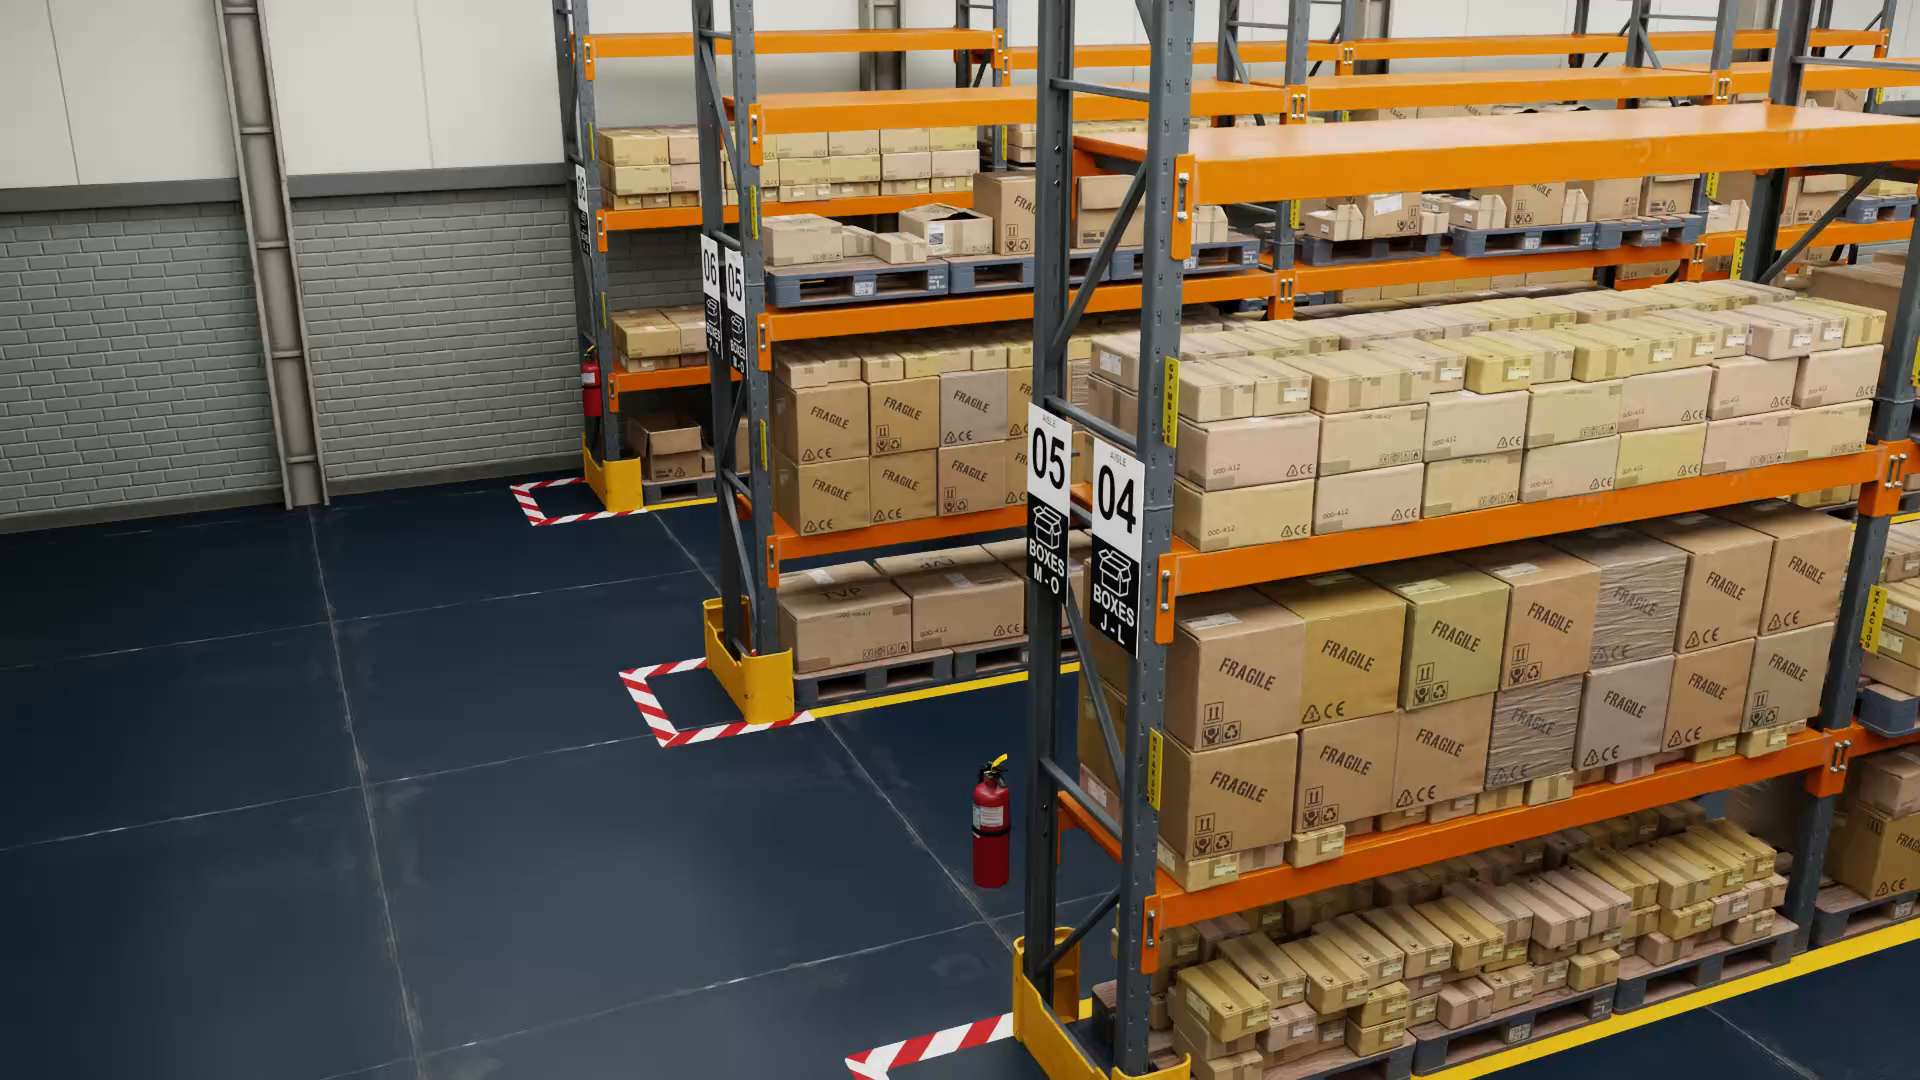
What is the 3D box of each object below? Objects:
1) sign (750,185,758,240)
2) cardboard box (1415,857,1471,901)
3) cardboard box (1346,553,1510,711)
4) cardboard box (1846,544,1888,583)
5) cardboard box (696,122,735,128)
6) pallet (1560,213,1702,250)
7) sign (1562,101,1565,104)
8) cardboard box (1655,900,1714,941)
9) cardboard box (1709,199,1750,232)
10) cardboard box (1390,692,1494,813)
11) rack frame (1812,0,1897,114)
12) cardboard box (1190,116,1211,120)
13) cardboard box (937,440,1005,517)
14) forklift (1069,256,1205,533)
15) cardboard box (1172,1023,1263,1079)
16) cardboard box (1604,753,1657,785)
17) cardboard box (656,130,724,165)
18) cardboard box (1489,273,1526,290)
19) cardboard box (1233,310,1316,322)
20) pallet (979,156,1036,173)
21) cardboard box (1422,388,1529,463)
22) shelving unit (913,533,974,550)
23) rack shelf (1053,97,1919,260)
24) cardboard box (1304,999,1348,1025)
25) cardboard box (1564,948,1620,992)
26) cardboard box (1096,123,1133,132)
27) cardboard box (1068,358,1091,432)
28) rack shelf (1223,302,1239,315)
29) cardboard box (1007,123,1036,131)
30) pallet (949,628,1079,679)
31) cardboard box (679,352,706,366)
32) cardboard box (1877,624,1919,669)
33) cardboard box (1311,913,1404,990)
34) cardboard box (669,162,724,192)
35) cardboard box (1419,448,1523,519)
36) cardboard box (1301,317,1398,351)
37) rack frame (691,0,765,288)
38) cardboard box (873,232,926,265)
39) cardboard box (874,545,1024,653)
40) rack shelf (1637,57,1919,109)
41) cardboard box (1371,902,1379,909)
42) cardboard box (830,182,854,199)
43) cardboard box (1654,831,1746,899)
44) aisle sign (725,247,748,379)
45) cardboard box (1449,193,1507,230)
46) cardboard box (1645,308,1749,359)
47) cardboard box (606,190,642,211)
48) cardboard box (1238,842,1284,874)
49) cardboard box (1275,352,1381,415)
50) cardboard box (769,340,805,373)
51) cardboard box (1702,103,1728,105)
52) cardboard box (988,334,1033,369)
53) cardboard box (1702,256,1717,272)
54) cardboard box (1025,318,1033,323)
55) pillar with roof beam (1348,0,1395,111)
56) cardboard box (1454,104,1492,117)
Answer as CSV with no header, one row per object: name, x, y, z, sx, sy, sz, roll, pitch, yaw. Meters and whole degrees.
sign,-1.282,-2.036,10.337,0.005,0.325,0.100,-8,21,-22
cardboard box,2.387,1.674,8.515,0.250,0.149,0.380,-8,21,-22
cardboard box,2.022,0.387,7.302,0.500,0.500,0.500,-9,21,-23
cardboard box,4.768,0.120,9.015,0.250,0.149,0.380,-9,21,-24
cardboard box,-2.221,-3.858,15.971,0.500,0.250,0.500,-8,21,-21
pallet,5.280,-2.619,13.712,1.003,0.211,1.213,-7,21,-19
sign,7.332,-5.299,20.140,0.005,0.325,0.100,-8,21,-22
cardboard box,3.584,1.853,8.455,0.250,0.149,0.380,-9,21,-24
cardboard box,6.441,-2.769,14.055,0.258,0.266,0.396,-8,21,-22
cardboard box,2.015,0.853,7.483,0.500,0.500,0.500,-8,21,-21
rack frame,11.226,-6.790,20.755,0.127,3.000,1.000,-8,21,-22
cardboard box,2.500,-4.479,17.887,0.250,0.149,0.380,-8,21,-22
cardboard box,-0.014,-0.501,11.778,0.500,0.500,0.500,-8,21,-22
forklift,2.247,-1.713,15.475,3.031,2.935,1.130,-8,21,-21
cardboard box,1.165,2.330,7.549,0.250,0.149,0.380,-8,21,-21
cardboard box,3.114,1.011,8.012,0.250,0.149,0.380,-9,21,-24
cardboard box,-2.484,-3.618,15.290,0.500,0.250,0.500,-8,21,-22
cardboard box,6.266,-3.093,19.516,0.500,0.250,0.500,-8,21,-22
cardboard box,2.488,-1.522,13.172,0.500,0.500,0.500,-7,21,-20
pallet,0.834,-3.772,16.984,1.003,0.211,1.213,-8,21,-22
cardboard box,2.011,-0.536,6.984,0.500,0.250,0.500,-8,21,-21
shelving unit,-0.152,-0.544,14.761,0.503,1.200,0.258,-8,21,-22
rack shelf,2.394,-1.598,7.098,4.000,0.370,1.077,-8,21,-22
cardboard box,1.604,2.092,7.776,0.250,0.149,0.380,-8,21,-21
cardboard box,3.055,2.067,8.297,0.250,0.149,0.380,-8,21,-22
cardboard box,1.559,-4.139,16.893,0.250,0.149,0.380,-8,21,-21
cardboard box,0.920,-1.106,11.992,0.500,0.500,0.500,-8,21,-21
rack shelf,2.044,-2.305,18.135,4.000,0.370,1.077,-8,21,-22
cardboard box,0.622,-4.192,16.417,0.258,0.266,0.396,-8,21,-22
pallet,0.326,0.685,12.758,1.213,0.211,1.003,-8,21,-22
cardboard box,-2.612,-1.789,15.964,0.250,0.149,0.380,-8,21,-23
cardboard box,4.774,0.497,8.393,0.250,0.149,0.380,-8,21,-21
cardboard box,1.856,1.930,7.788,0.250,0.149,0.380,-9,21,-25
cardboard box,-2.491,-3.388,15.388,0.500,0.250,0.500,-8,21,-21
cardboard box,2.024,-0.310,7.097,0.500,0.250,0.500,-9,21,-24
cardboard box,1.703,-0.866,7.322,0.250,0.149,0.380,-9,21,-23
rack frame,-1.496,-3.172,10.480,0.127,3.000,1.000,-8,21,-22
cardboard box,-0.406,-1.956,11.141,0.250,0.149,0.380,-7,21,-20
cardboard box,-0.093,0.428,12.514,0.875,0.438,0.875,-8,21,-20
rack shelf,7.686,-3.959,14.402,4.000,0.370,1.077,-8,21,-22
cardboard box,2.119,1.835,8.506,0.250,0.149,0.380,-7,21,-19
cardboard box,-1.195,-3.384,15.978,0.250,0.149,0.380,-8,21,-21
cardboard box,3.788,1.666,8.538,0.250,0.149,0.380,-8,21,-21
aisle sign,-1.447,-1.470,10.766,0.004,0.787,0.394,-8,21,-22
cardboard box,3.993,-2.551,12.805,0.258,0.266,0.396,-6,20,-17
cardboard box,3.317,-0.934,7.514,0.250,0.149,0.380,-7,21,-20
cardboard box,-3.081,-3.122,15.235,0.250,0.149,0.380,-8,21,-21
cardboard box,1.202,1.284,7.237,0.250,0.149,0.380,-7,21,-20
cardboard box,1.464,-0.628,6.646,0.250,0.149,0.380,-8,21,-22
cardboard box,-1.246,-1.275,11.493,0.250,0.149,0.380,-8,21,-21
cardboard box,9.036,-5.133,19.987,0.258,0.266,0.396,-9,21,-23
cardboard box,0.380,-1.320,11.622,0.250,0.149,0.380,-9,21,-23
cardboard box,9.000,-3.600,20.579,0.500,0.500,0.500,-8,21,-22
cardboard box,0.631,-1.547,12.267,0.250,0.149,0.380,-8,21,-22
pillar with roof beam,6.425,-4.871,15.306,0.400,9.000,9.100,-8,21,-22
cardboard box,5.576,-4.770,18.602,0.500,0.500,0.500,-8,21,-21
